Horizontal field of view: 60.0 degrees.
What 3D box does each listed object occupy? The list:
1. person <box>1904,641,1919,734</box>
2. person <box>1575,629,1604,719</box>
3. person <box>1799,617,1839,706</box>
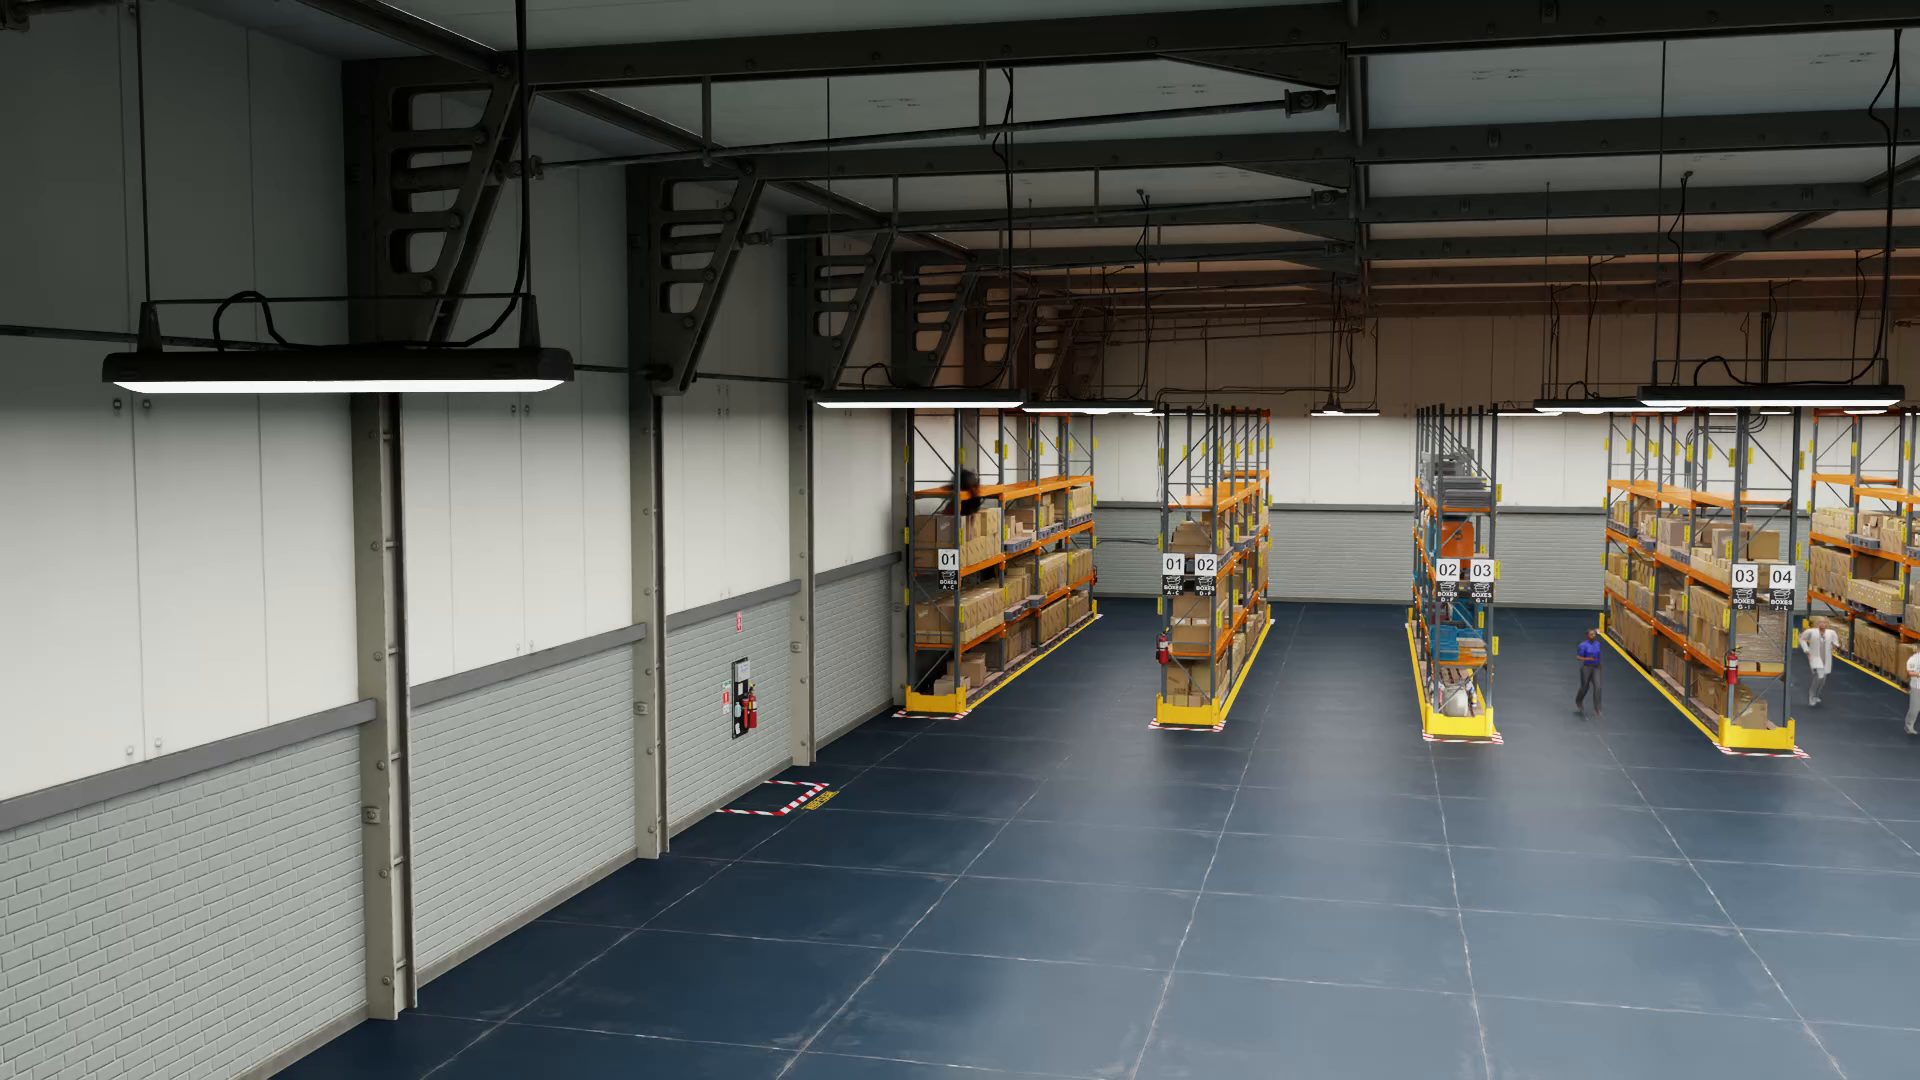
[{"bbox_3d":[17.242,2.683,29.749,0.635,1.847,0.765,0,4,1],"label":"person"},{"bbox_3d":[12.158,2.544,32.094,0.576,1.679,0.890,0,4,-4],"label":"person"},{"bbox_3d":[17.193,2.437,33.202,0.671,1.815,0.780,1,4,7],"label":"person"}]
